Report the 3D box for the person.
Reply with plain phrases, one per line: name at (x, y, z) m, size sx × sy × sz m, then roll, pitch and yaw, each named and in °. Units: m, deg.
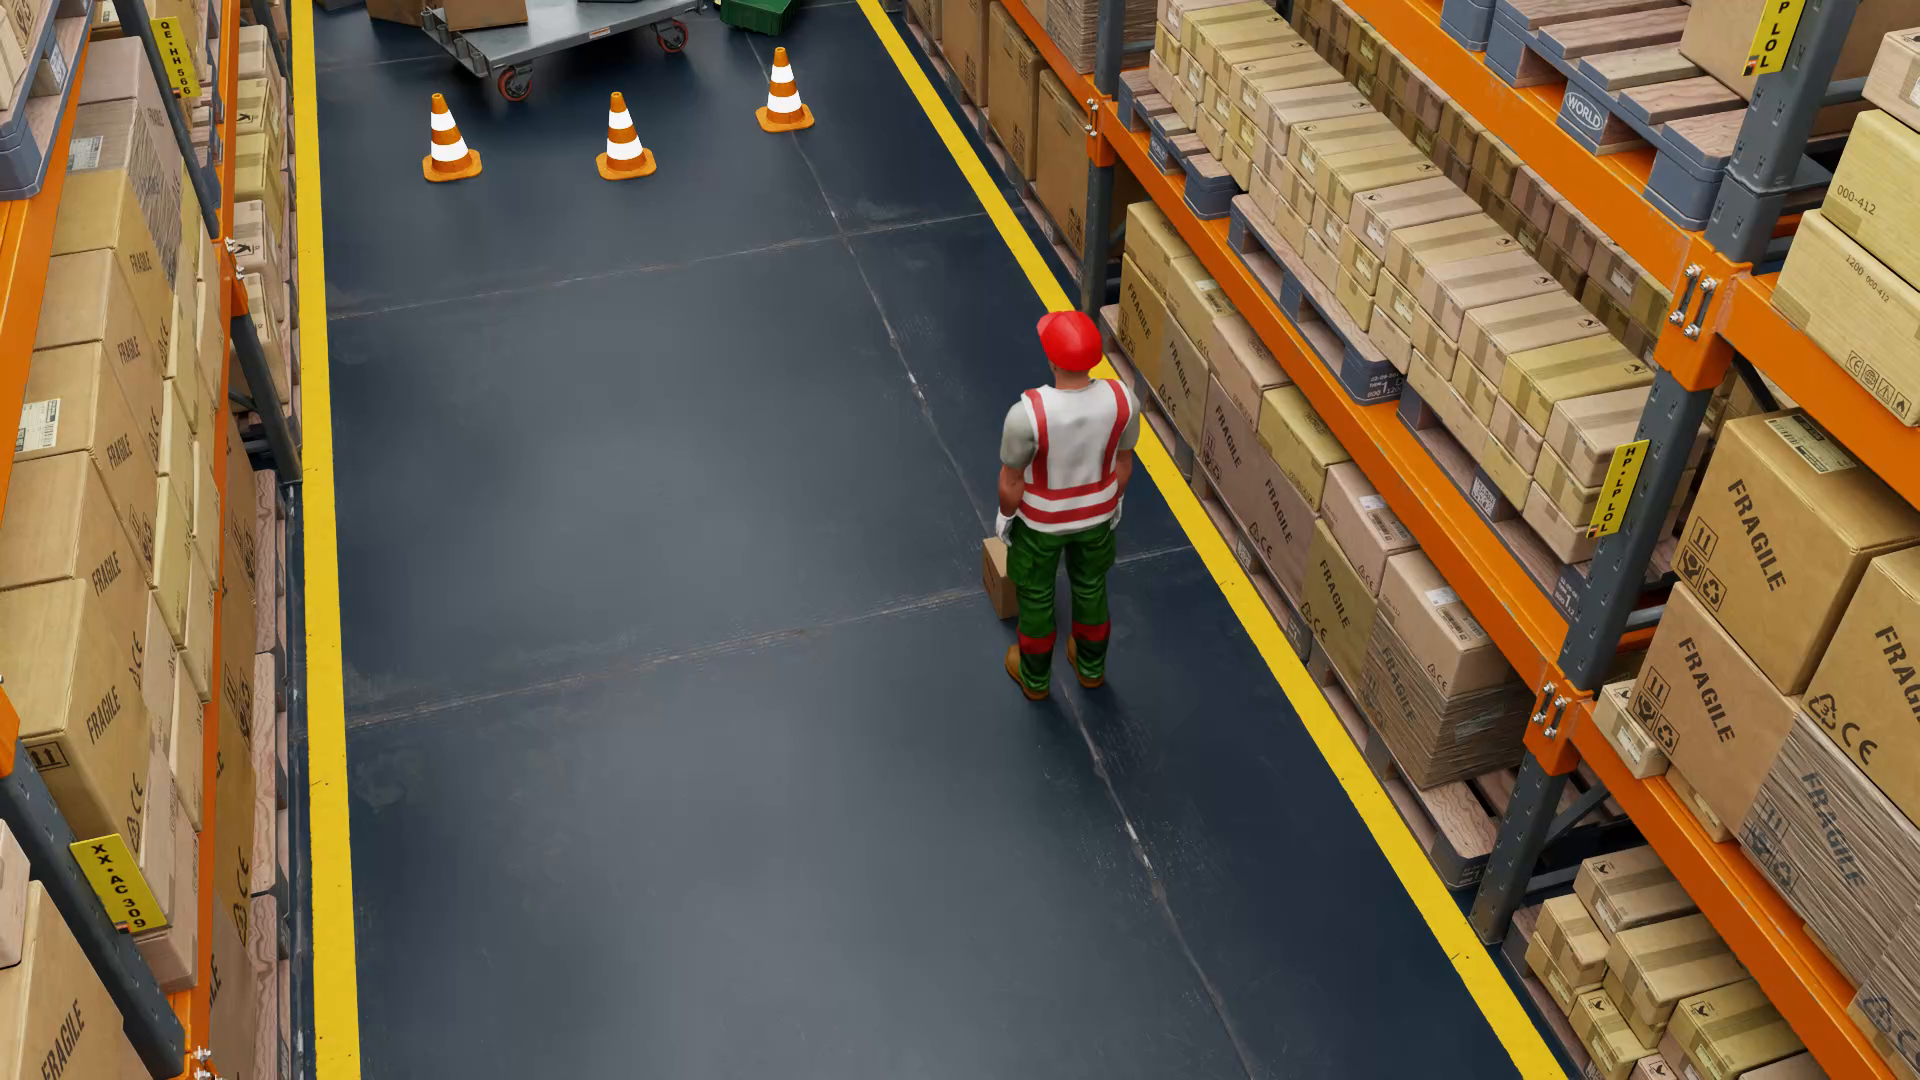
person at (0.384, -0.115, 6.268) m, size 0.524 × 1.789 × 0.339 m, roll -11°, pitch 43°, yaw -12°
